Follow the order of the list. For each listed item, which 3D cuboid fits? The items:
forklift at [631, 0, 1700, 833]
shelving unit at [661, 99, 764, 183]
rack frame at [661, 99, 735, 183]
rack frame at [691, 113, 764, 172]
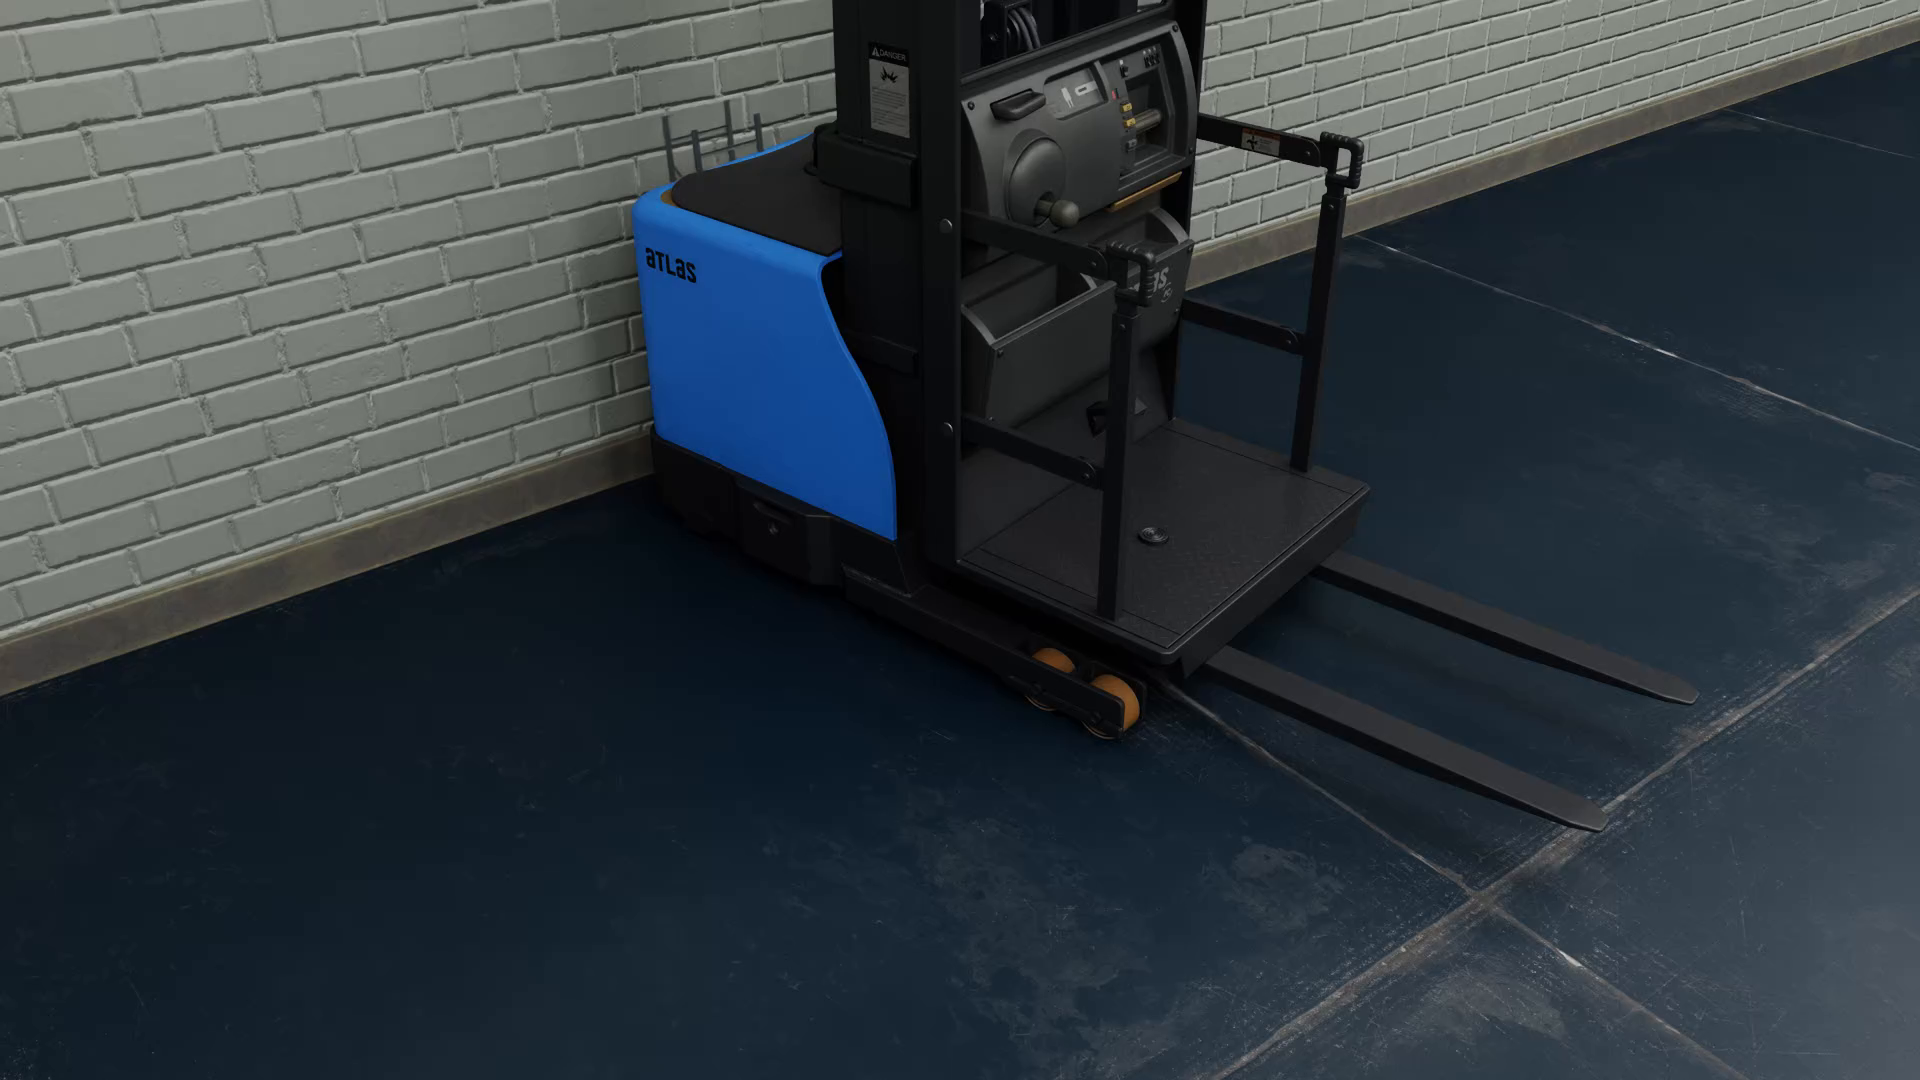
[{"bbox_3d":[0.488,-1.036,4.139,3.031,2.935,1.130,23,39,32],"label":"forklift"},{"bbox_3d":[-0.744,-0.797,5.417,0.258,1.200,0.189,-24,38,-30],"label":"shelving unit"},{"bbox_3d":[-0.800,-0.834,5.479,0.240,1.200,0.006,-24,38,-30],"label":"rack frame"},{"bbox_3d":[-0.688,-0.760,5.355,0.240,1.200,0.006,-24,38,-30],"label":"rack frame"}]
